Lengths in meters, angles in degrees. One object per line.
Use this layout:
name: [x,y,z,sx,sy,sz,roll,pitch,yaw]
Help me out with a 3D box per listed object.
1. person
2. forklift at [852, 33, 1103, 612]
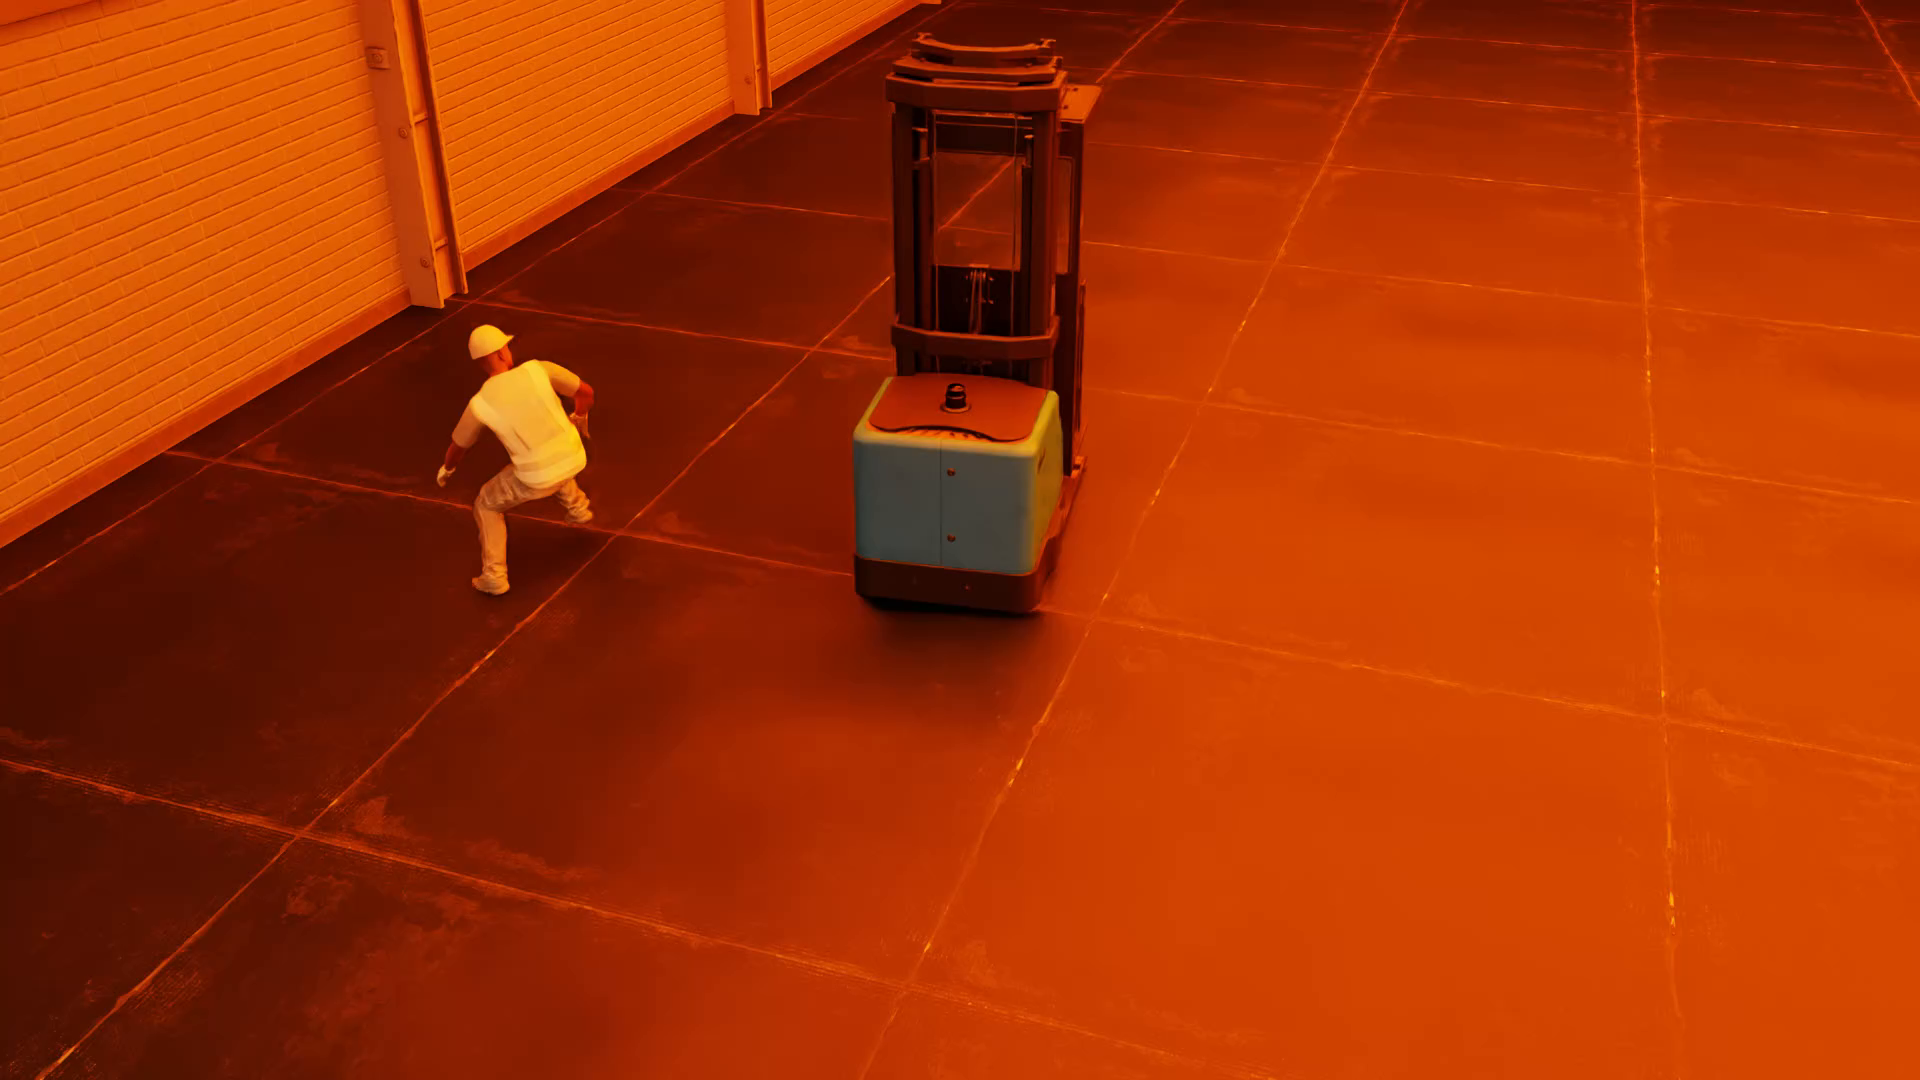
person: [-2.508,-0.499,9.498,0.841,1.538,0.696,-24,37,-35]
forklift: [0.210,-1.585,9.917,1.130,2.935,3.031,6,30,10]
